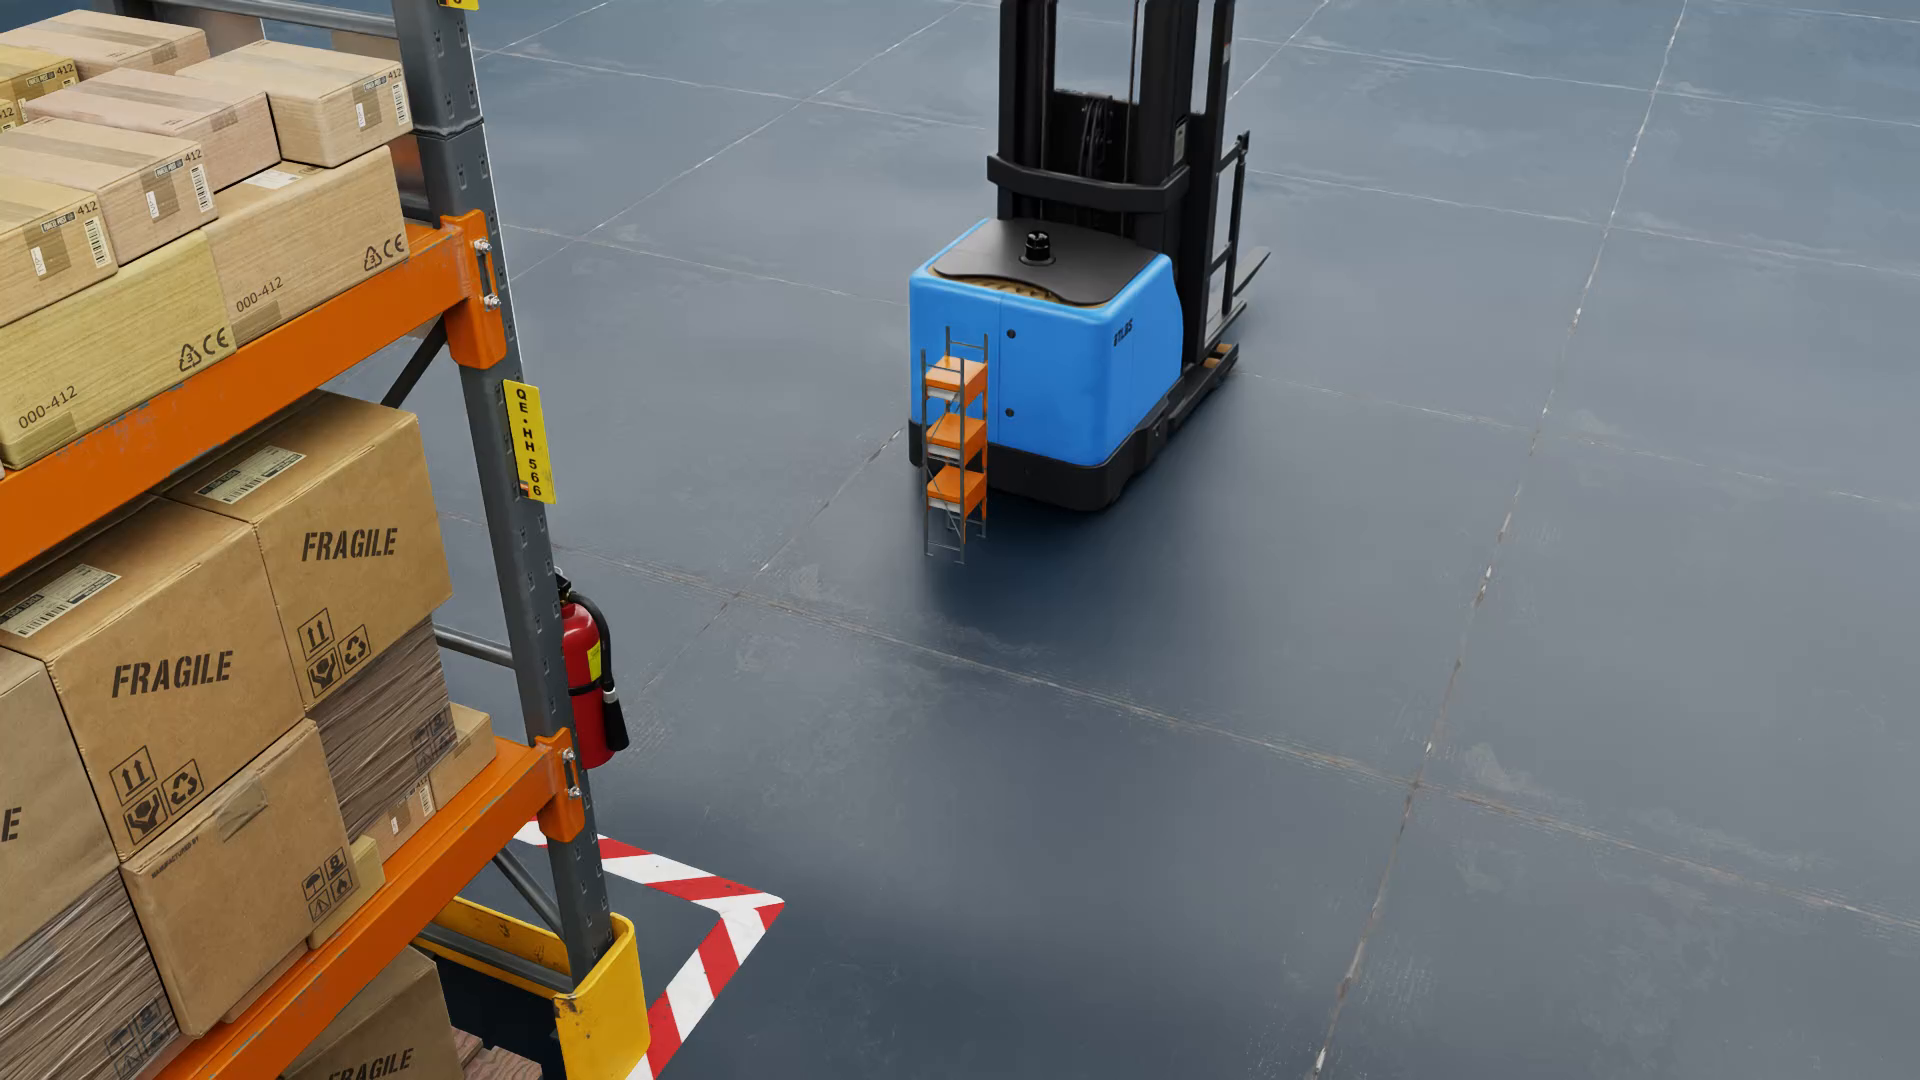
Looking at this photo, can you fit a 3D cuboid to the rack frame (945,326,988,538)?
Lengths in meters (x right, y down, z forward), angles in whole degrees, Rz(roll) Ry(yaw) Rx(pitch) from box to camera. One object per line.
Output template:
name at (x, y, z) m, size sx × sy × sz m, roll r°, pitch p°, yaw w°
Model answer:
rack frame at (0.029, -0.473, 7.514) m, size 0.200 × 1.050 × 0.008 m, roll 14°, pitch 36°, yaw 20°

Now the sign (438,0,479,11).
sign at (-1.041, -1.242, 3.366) m, size 0.100 × 0.325 × 0.005 m, roll 14°, pitch 36°, yaw 20°

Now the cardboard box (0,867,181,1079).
cardboard box at (-2.141, 0.862, 3.338) m, size 0.875 × 0.500 × 0.500 m, roll 14°, pitch 36°, yaw 20°

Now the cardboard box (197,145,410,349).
cardboard box at (-1.508, -0.648, 3.405) m, size 0.500 × 0.250 × 0.500 m, roll 15°, pitch 36°, yaw 22°

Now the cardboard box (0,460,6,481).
cardboard box at (-1.936, -0.146, 2.638) m, size 0.500 × 0.250 × 0.500 m, roll 15°, pitch 36°, yaw 22°

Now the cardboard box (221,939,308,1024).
cardboard box at (-1.750, 0.921, 3.839) m, size 0.380 × 0.149 × 0.250 m, roll 14°, pitch 36°, yaw 20°

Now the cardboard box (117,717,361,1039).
cardboard box at (-1.892, 0.623, 3.702) m, size 0.875 × 0.500 × 0.500 m, roll 14°, pitch 36°, yaw 20°

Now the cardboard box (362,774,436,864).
cardboard box at (-1.574, 0.664, 4.232) m, size 0.380 × 0.149 × 0.250 m, roll 14°, pitch 36°, yaw 20°

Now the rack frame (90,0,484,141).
rack frame at (-1.537, -2.264, 2.996) m, size 1.000 × 3.000 × 0.127 m, roll 14°, pitch 36°, yaw 20°

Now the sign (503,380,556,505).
sign at (-1.041, -0.234, 4.027) m, size 0.100 × 0.325 × 0.005 m, roll 14°, pitch 36°, yaw 20°

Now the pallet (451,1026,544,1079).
pallet at (-1.941, 1.845, 4.743) m, size 1.003 × 0.211 × 1.213 m, roll 14°, pitch 36°, yaw 20°

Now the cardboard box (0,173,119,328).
cardboard box at (-1.683, -0.509, 2.828) m, size 0.380 × 0.149 × 0.250 m, roll 14°, pitch 36°, yaw 21°

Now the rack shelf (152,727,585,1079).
rack shelf at (-2.374, 1.542, 3.319) m, size 1.077 × 0.370 × 4.000 m, roll 14°, pitch 36°, yaw 20°

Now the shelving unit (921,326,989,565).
shelving unit at (-0.022, -0.412, 7.421) m, size 0.215 × 1.050 × 0.252 m, roll 14°, pitch 36°, yaw 20°

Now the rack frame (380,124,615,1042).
rack frame at (-1.537, 0.245, 4.641) m, size 1.000 × 3.000 × 0.127 m, roll 14°, pitch 36°, yaw 20°

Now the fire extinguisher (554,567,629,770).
fire extinguisher at (-1.070, 0.326, 4.588) m, size 0.296 × 0.674 × 0.183 m, roll 14°, pitch 36°, yaw 20°

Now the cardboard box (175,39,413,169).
cardboard box at (-1.370, -0.904, 3.430) m, size 0.380 × 0.149 × 0.250 m, roll 14°, pitch 36°, yaw 20°

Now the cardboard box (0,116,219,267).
cardboard box at (-1.600, -0.640, 3.027) m, size 0.380 × 0.149 × 0.250 m, roll 13°, pitch 35°, yaw 18°

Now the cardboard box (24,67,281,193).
cardboard box at (-1.585, -0.801, 3.274) m, size 0.380 × 0.149 × 0.250 m, roll 13°, pitch 35°, yaw 19°

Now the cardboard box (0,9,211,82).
cardboard box at (-1.862, -1.029, 3.622) m, size 0.380 × 0.149 × 0.250 m, roll 14°, pitch 36°, yaw 20°

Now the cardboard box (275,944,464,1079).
cardboard box at (-1.813, 1.422, 4.743) m, size 0.500 × 0.500 × 0.500 m, roll 21°, pitch 39°, yaw 29°

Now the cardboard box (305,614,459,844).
cardboard box at (-1.792, 0.346, 4.124) m, size 0.875 × 0.500 × 0.500 m, roll 14°, pitch 36°, yaw 20°

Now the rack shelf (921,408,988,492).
rack shelf at (-0.022, -0.404, 7.427) m, size 0.215 × 0.259 × 0.240 m, roll 14°, pitch 36°, yaw 20°

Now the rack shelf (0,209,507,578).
rack shelf at (-2.374, 0.287, 2.497) m, size 1.077 × 0.370 × 4.000 m, roll 14°, pitch 36°, yaw 20°

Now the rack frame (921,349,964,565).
rack frame at (-0.073, -0.352, 7.329) m, size 0.200 × 1.050 × 0.008 m, roll 14°, pitch 36°, yaw 20°

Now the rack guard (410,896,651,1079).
rack guard at (-1.569, 1.328, 5.269) m, size 1.175 × 0.500 × 0.348 m, roll 14°, pitch 36°, yaw 20°

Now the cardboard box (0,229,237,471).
cardboard box at (-1.714, -0.399, 3.024) m, size 0.500 × 0.250 × 0.500 m, roll 14°, pitch 36°, yaw 21°

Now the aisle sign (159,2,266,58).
aisle sign at (-1.783, -0.942, 4.080) m, size 0.394 × 0.787 × 0.004 m, roll 14°, pitch 36°, yaw 20°

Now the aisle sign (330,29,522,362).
aisle sign at (-1.238, -0.804, 3.870) m, size 0.394 × 0.787 × 0.004 m, roll 14°, pitch 36°, yaw 20°

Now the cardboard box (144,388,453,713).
cardboard box at (-1.543, -0.009, 3.754) m, size 0.500 × 0.500 × 0.500 m, roll 14°, pitch 36°, yaw 20°

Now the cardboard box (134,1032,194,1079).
cardboard box at (-1.892, 1.036, 3.664) m, size 0.380 × 0.149 × 0.250 m, roll 14°, pitch 36°, yaw 20°

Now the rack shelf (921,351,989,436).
rack shelf at (-0.022, -0.641, 7.272) m, size 0.215 × 0.259 × 0.240 m, roll 14°, pitch 36°, yaw 20°

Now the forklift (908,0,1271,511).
forklift at (0.876, -2.148, 8.353) m, size 1.130 × 2.935 × 3.031 m, roll 16°, pitch 36°, yaw 23°

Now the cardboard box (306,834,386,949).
cardboard box at (-1.632, 0.800, 4.024) m, size 0.380 × 0.149 × 0.250 m, roll 14°, pitch 36°, yaw 20°

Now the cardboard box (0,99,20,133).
cardboard box at (-2.052, -0.768, 3.224) m, size 0.380 × 0.149 × 0.250 m, roll 14°, pitch 36°, yaw 20°

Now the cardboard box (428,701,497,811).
cardboard box at (-1.469, 0.539, 4.421) m, size 0.380 × 0.149 × 0.250 m, roll 14°, pitch 36°, yaw 20°

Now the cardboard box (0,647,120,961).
cardboard box at (-1.958, 0.490, 2.993) m, size 0.500 × 0.500 × 0.500 m, roll 14°, pitch 36°, yaw 20°

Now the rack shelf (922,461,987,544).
rack shelf at (-0.022, -0.171, 7.580) m, size 0.215 × 0.259 × 0.240 m, roll 14°, pitch 36°, yaw 20°

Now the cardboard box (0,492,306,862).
cardboard box at (-1.746, 0.241, 3.372) m, size 0.500 × 0.500 × 0.500 m, roll 14°, pitch 36°, yaw 20°

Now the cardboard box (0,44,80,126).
cardboard box at (-2.058, -0.923, 3.459) m, size 0.380 × 0.149 × 0.250 m, roll 15°, pitch 36°, yaw 22°
